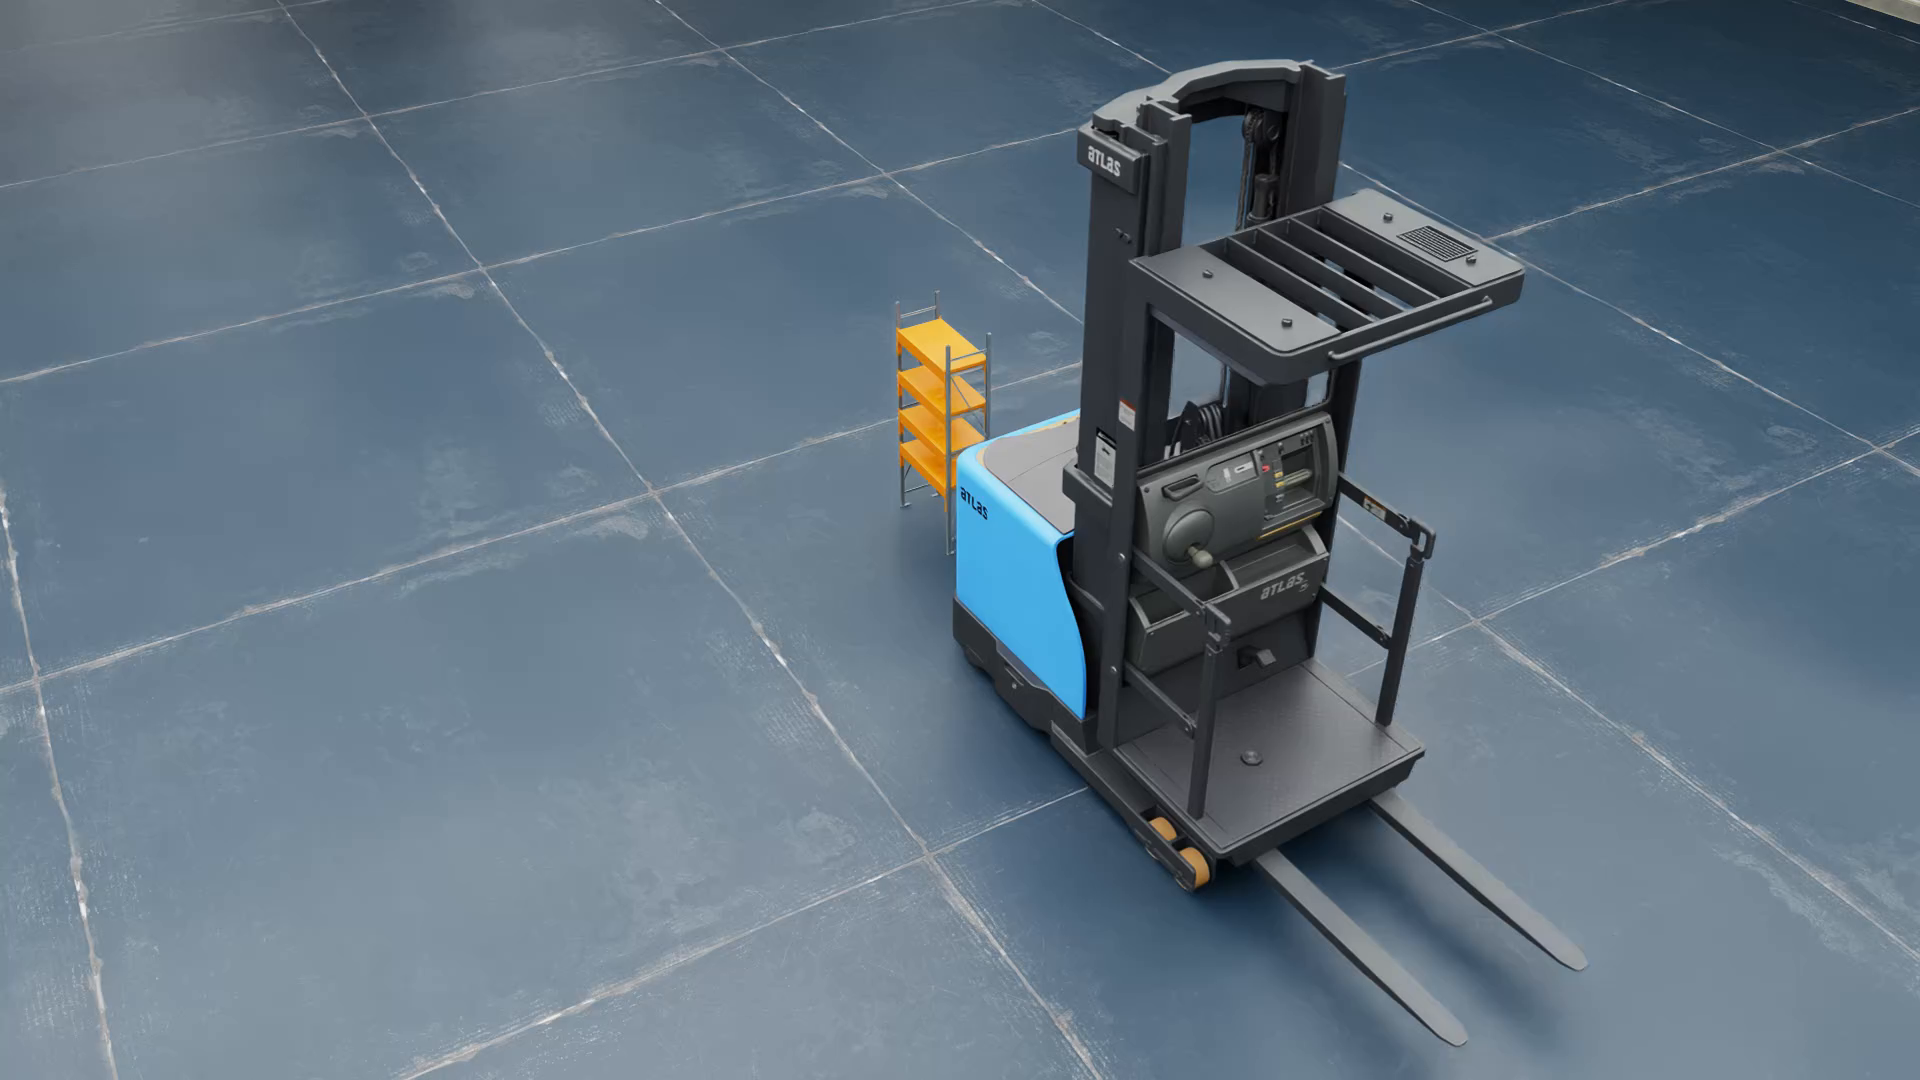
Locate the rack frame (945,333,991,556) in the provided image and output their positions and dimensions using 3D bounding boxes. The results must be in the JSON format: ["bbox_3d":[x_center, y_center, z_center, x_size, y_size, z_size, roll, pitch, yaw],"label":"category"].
[{"bbox_3d":[0.039,-0.445,8.069,0.240,1.200,0.015,-19,40,-24],"label":"rack frame"}]

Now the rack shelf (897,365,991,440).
[{"bbox_3d":[-0.083,-0.695,8.147,0.258,0.148,0.480,-19,40,-24],"label":"rack shelf"}]

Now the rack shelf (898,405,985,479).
[{"bbox_3d":[-0.083,-0.515,8.279,0.258,0.148,0.480,-19,40,-24],"label":"rack shelf"}]

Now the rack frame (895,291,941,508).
[{"bbox_3d":[-0.206,-0.693,8.409,0.240,1.200,0.015,-19,40,-24],"label":"rack frame"}]

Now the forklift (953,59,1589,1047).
[{"bbox_3d":[1.181,-0.120,6.157,1.130,2.935,3.031,-21,41,-26],"label":"forklift"}]

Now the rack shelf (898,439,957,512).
[{"bbox_3d":[-0.083,-0.354,8.396,0.258,0.148,0.480,-19,40,-24],"label":"rack shelf"}]

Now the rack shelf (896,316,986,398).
[{"bbox_3d":[-0.083,-0.886,8.007,0.258,0.148,0.480,-19,40,-24],"label":"rack shelf"}]

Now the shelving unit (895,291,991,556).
[{"bbox_3d":[-0.083,-0.569,8.239,0.258,1.200,0.503,-19,40,-24],"label":"shelving unit"}]
